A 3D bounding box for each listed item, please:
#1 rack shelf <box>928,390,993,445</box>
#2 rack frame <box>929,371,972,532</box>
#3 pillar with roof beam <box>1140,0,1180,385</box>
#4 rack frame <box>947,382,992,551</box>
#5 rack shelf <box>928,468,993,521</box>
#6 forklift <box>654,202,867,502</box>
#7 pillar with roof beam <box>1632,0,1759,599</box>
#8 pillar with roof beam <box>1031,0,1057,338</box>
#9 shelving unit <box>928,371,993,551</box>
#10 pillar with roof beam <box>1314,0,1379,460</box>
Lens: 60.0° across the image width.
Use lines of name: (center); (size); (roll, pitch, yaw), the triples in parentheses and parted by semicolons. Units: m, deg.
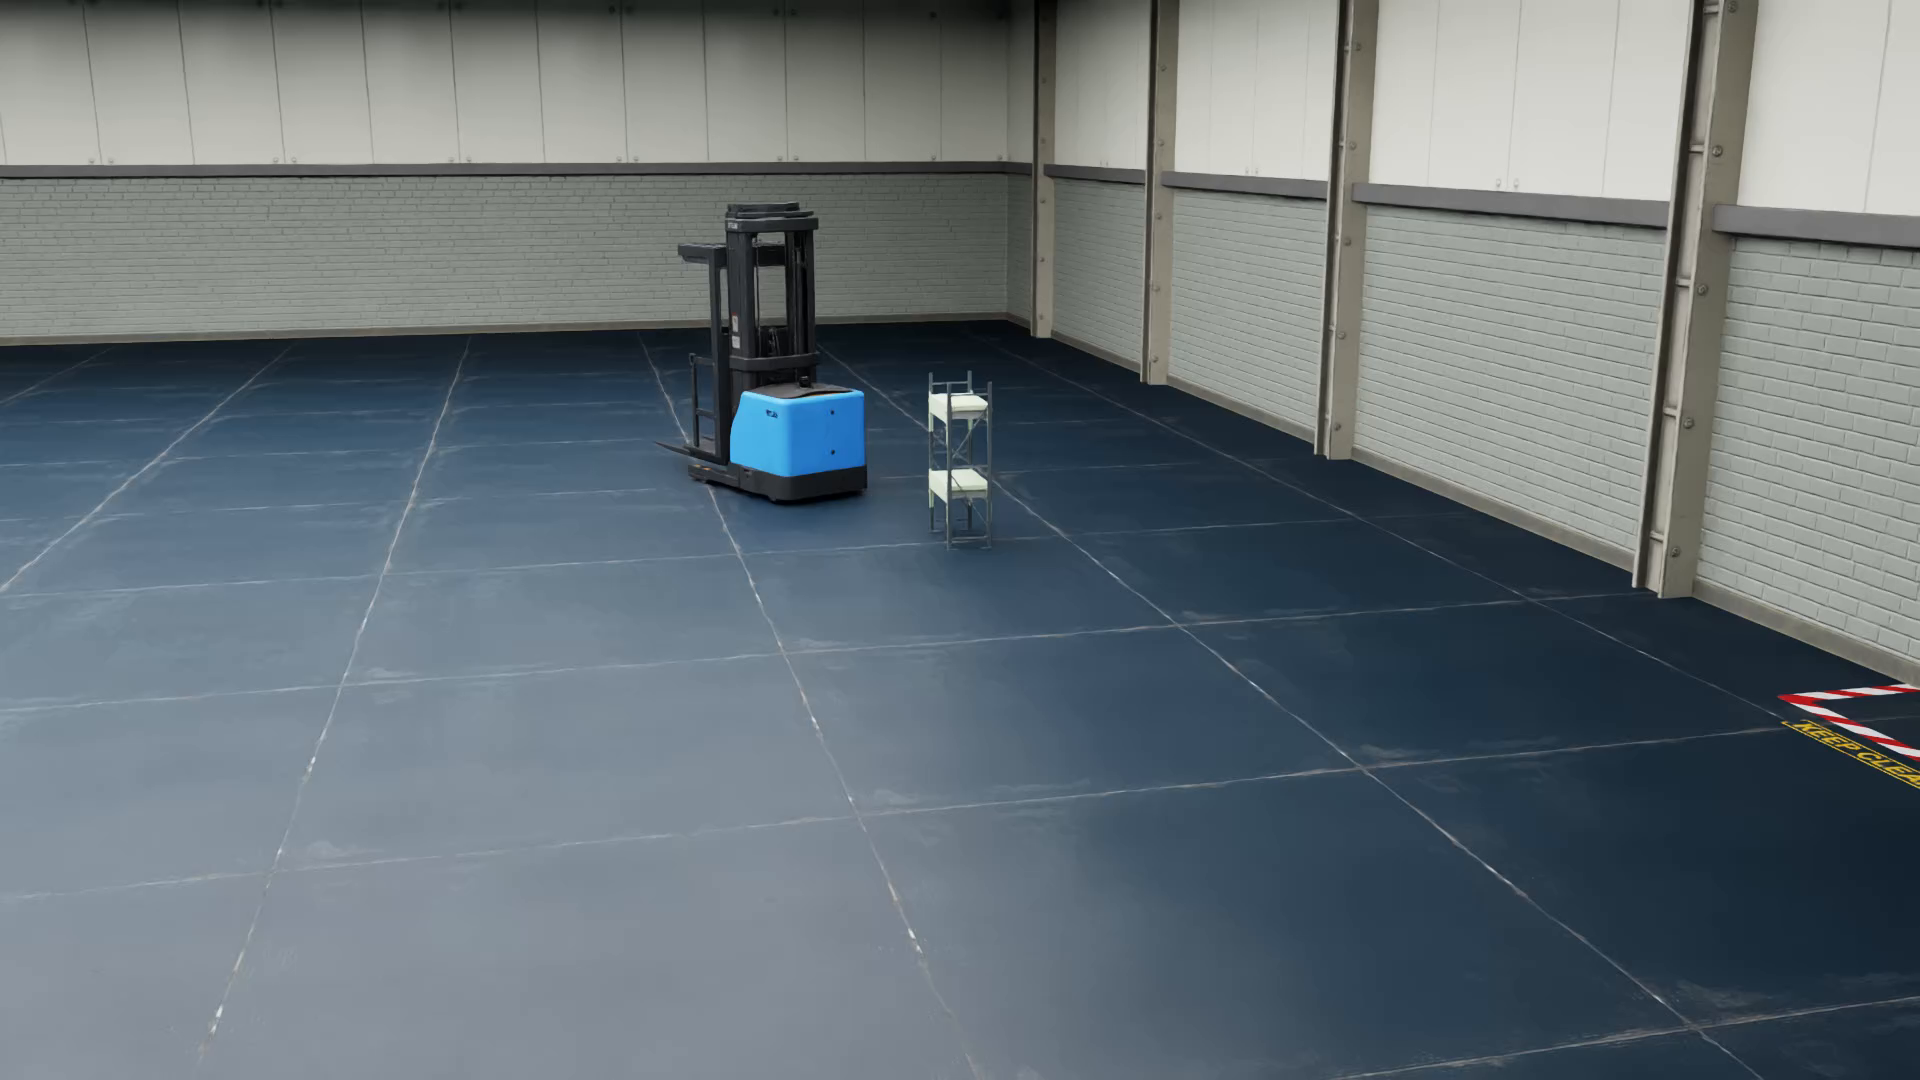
rack shelf: (-0.002, -1.109, 14.986); (0.431, 0.370, 0.720); (-3, 14, -13)
rack frame: (-0.088, -0.815, 15.424); (0.400, 1.500, 0.023); (-3, 14, -13)
pillar with roof beam: (-1.279, -6.483, 22.826); (9.100, 9.000, 0.400); (-3, 14, -13)
rack frame: (0.084, -0.646, 14.733); (0.400, 1.500, 0.023); (-3, 14, -13)
rack shelf: (-0.002, -0.413, 15.156); (0.431, 0.370, 0.720); (-3, 14, -13)
forklift: (-2.269, -2.096, 17.655); (1.130, 2.935, 3.031); (-11, 17, -37)
pillar with roof beam: (1.540, -3.715, 11.495); (9.100, 9.000, 0.400); (-3, 14, -13)
pillar with roof beam: (-2.688, -7.868, 28.492); (9.100, 9.000, 0.400); (-3, 14, -13)
shelving unit: (-0.002, -0.730, 15.078); (0.431, 1.500, 0.755); (-3, 14, -13)
pillar with roof beam: (0.131, -5.099, 17.161); (9.100, 9.000, 0.400); (-3, 14, -13)
